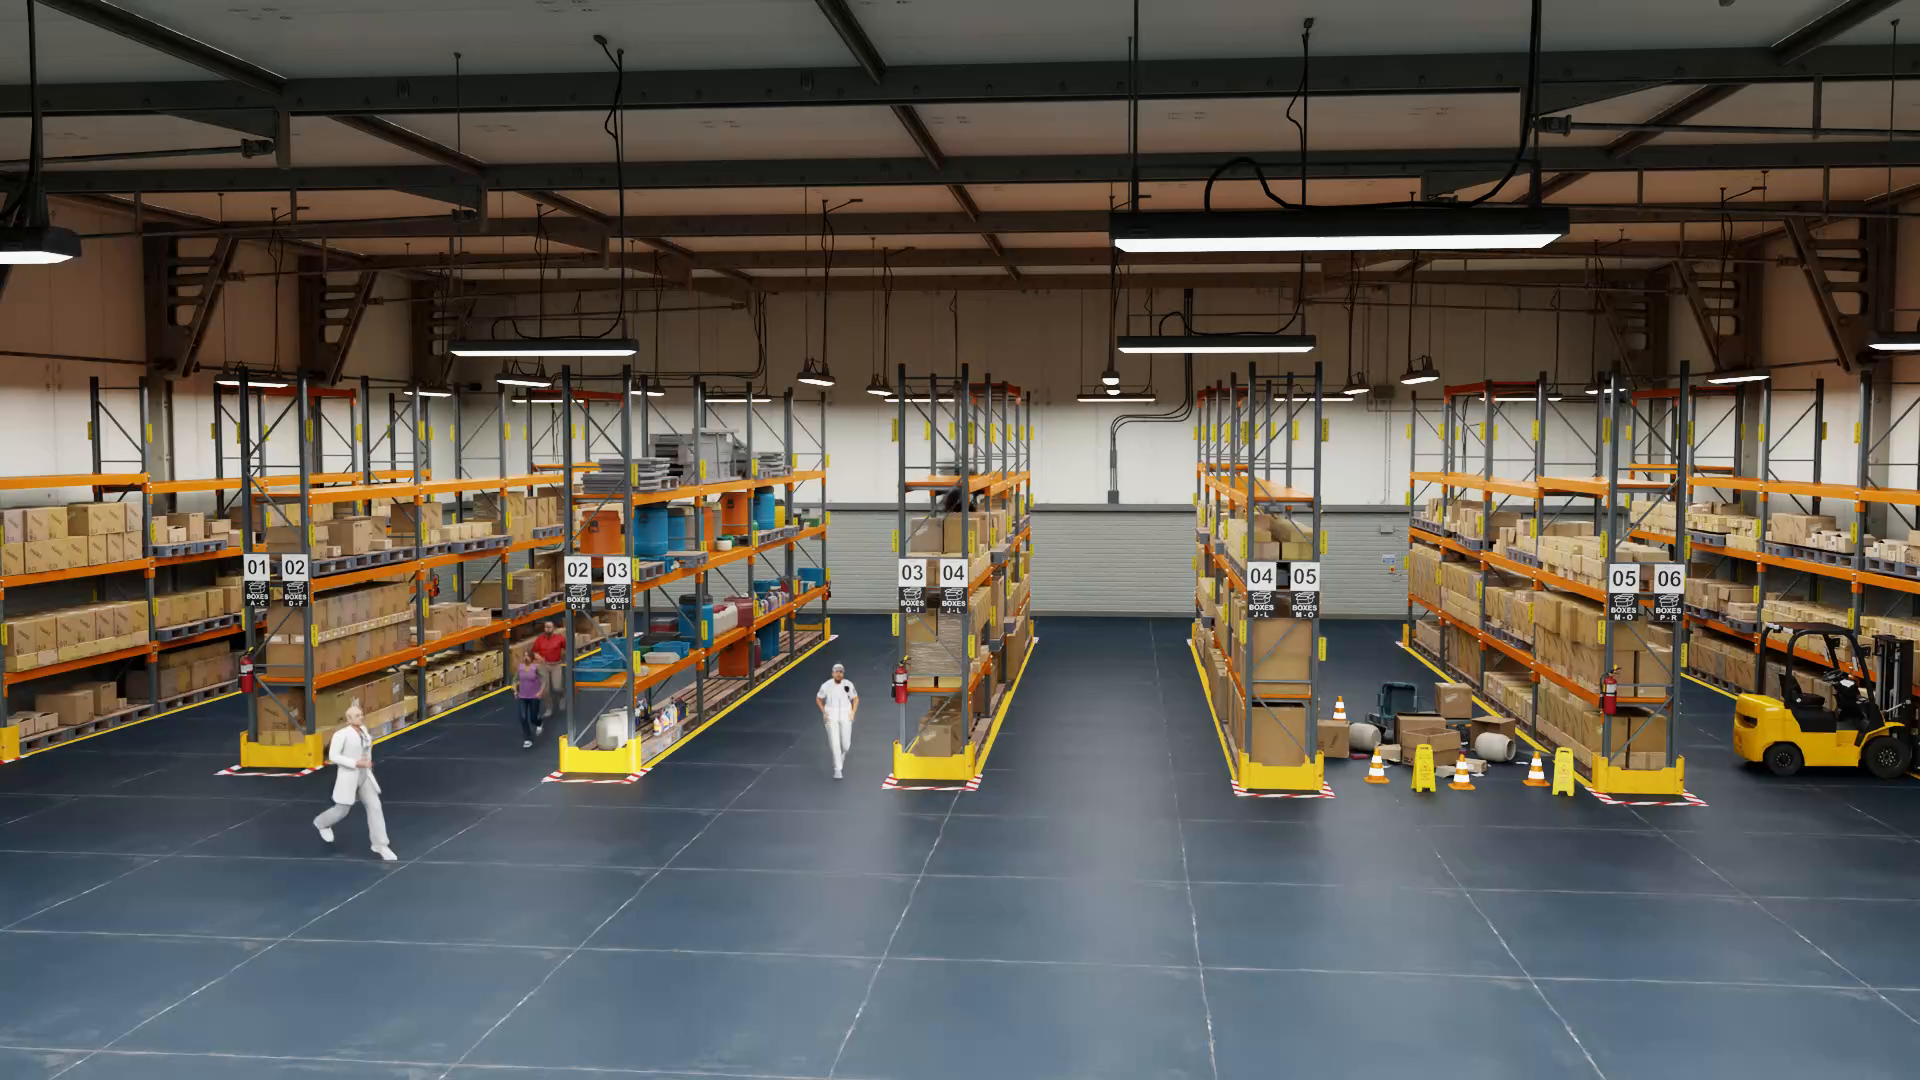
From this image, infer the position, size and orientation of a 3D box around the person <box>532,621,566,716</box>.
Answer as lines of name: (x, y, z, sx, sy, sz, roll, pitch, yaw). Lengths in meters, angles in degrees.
person: (-7.226, 2.286, 29.396, 0.674, 1.692, 0.587, -1, 4, -8)

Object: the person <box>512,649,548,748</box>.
person: (-6.881, 2.515, 26.629, 0.583, 1.553, 0.594, 0, 4, 2)

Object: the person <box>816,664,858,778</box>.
person: (-1.799, 2.629, 24.440, 0.622, 1.645, 0.700, -1, 4, -13)

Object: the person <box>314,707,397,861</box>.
person: (-7.204, 2.862, 19.661, 1.217, 1.796, 0.671, 2, 4, 31)
